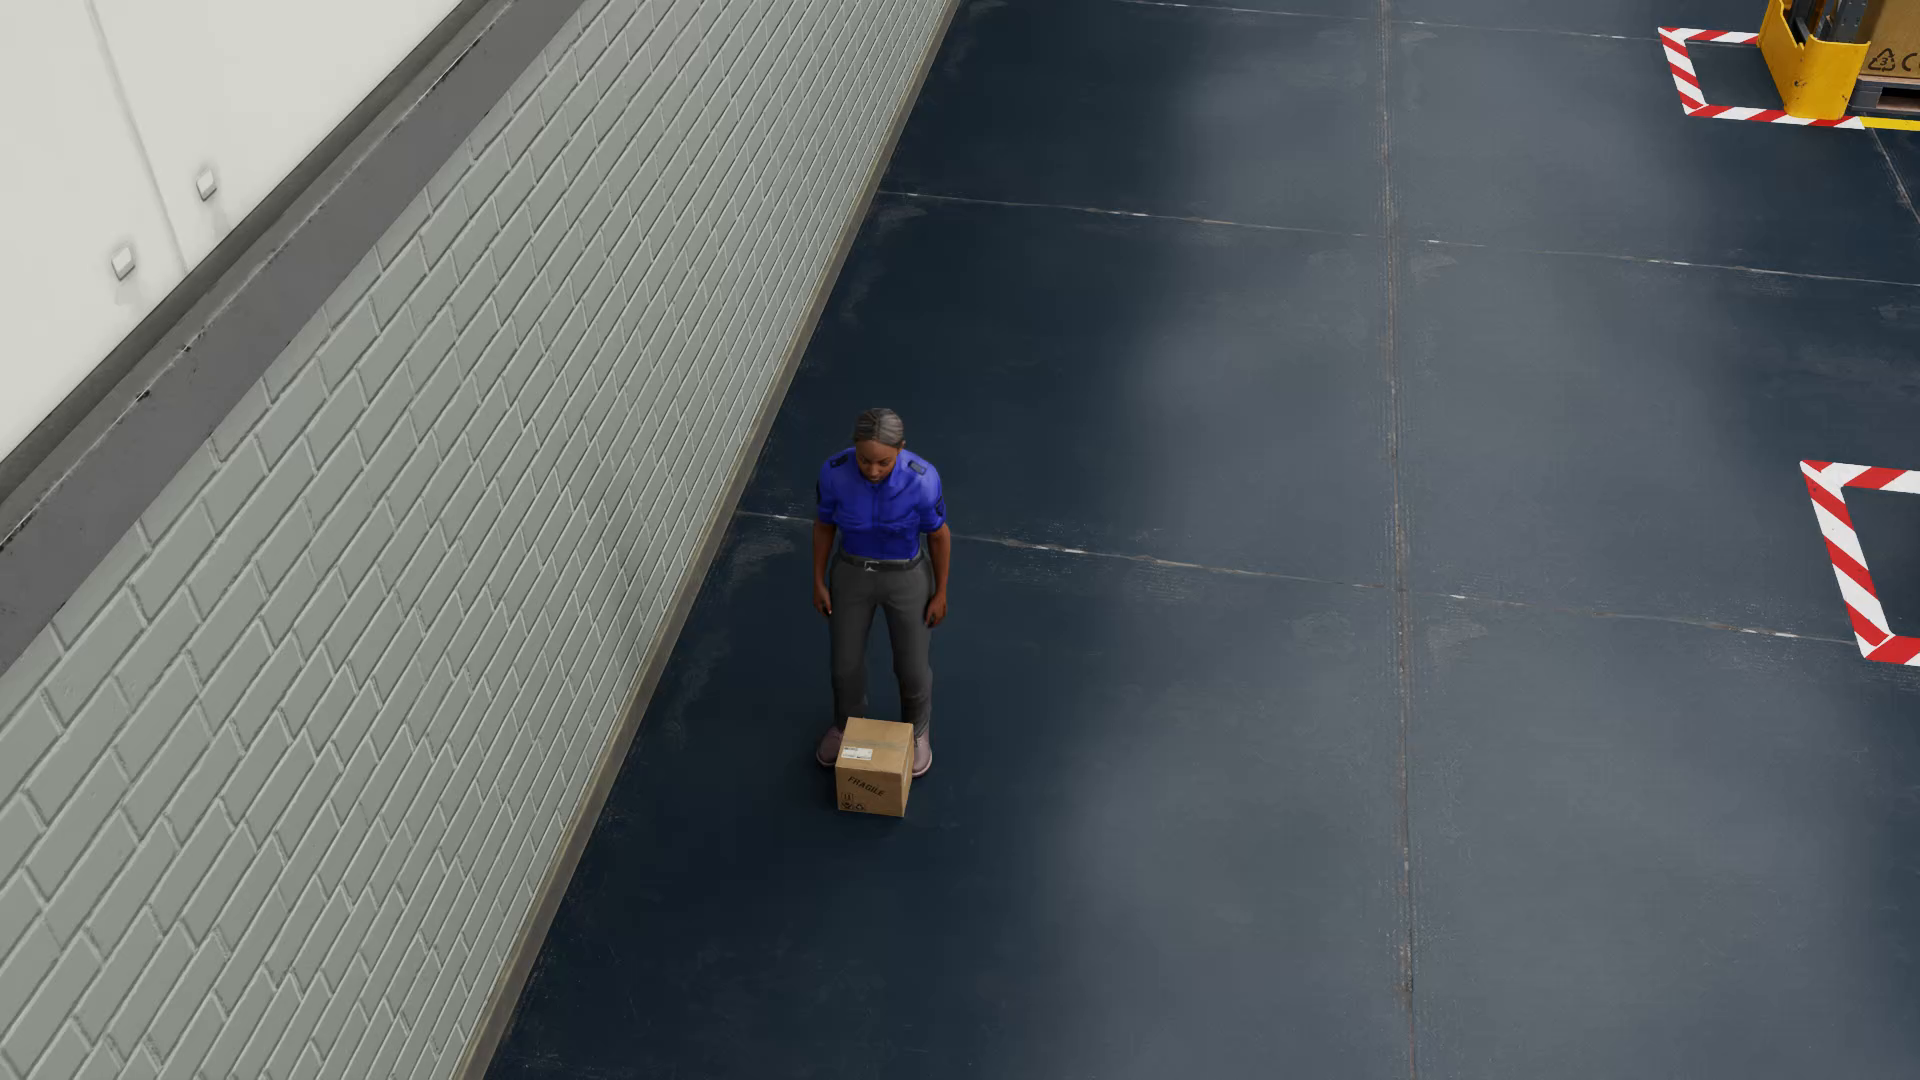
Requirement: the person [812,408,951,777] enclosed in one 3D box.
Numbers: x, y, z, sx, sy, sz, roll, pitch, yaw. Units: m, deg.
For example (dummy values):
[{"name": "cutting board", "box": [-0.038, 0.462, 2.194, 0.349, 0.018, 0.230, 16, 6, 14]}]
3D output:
[{"name": "person", "box": [-0.291, 0.167, 5.968, 0.510, 1.654, 0.348, 5, 41, 6]}]
